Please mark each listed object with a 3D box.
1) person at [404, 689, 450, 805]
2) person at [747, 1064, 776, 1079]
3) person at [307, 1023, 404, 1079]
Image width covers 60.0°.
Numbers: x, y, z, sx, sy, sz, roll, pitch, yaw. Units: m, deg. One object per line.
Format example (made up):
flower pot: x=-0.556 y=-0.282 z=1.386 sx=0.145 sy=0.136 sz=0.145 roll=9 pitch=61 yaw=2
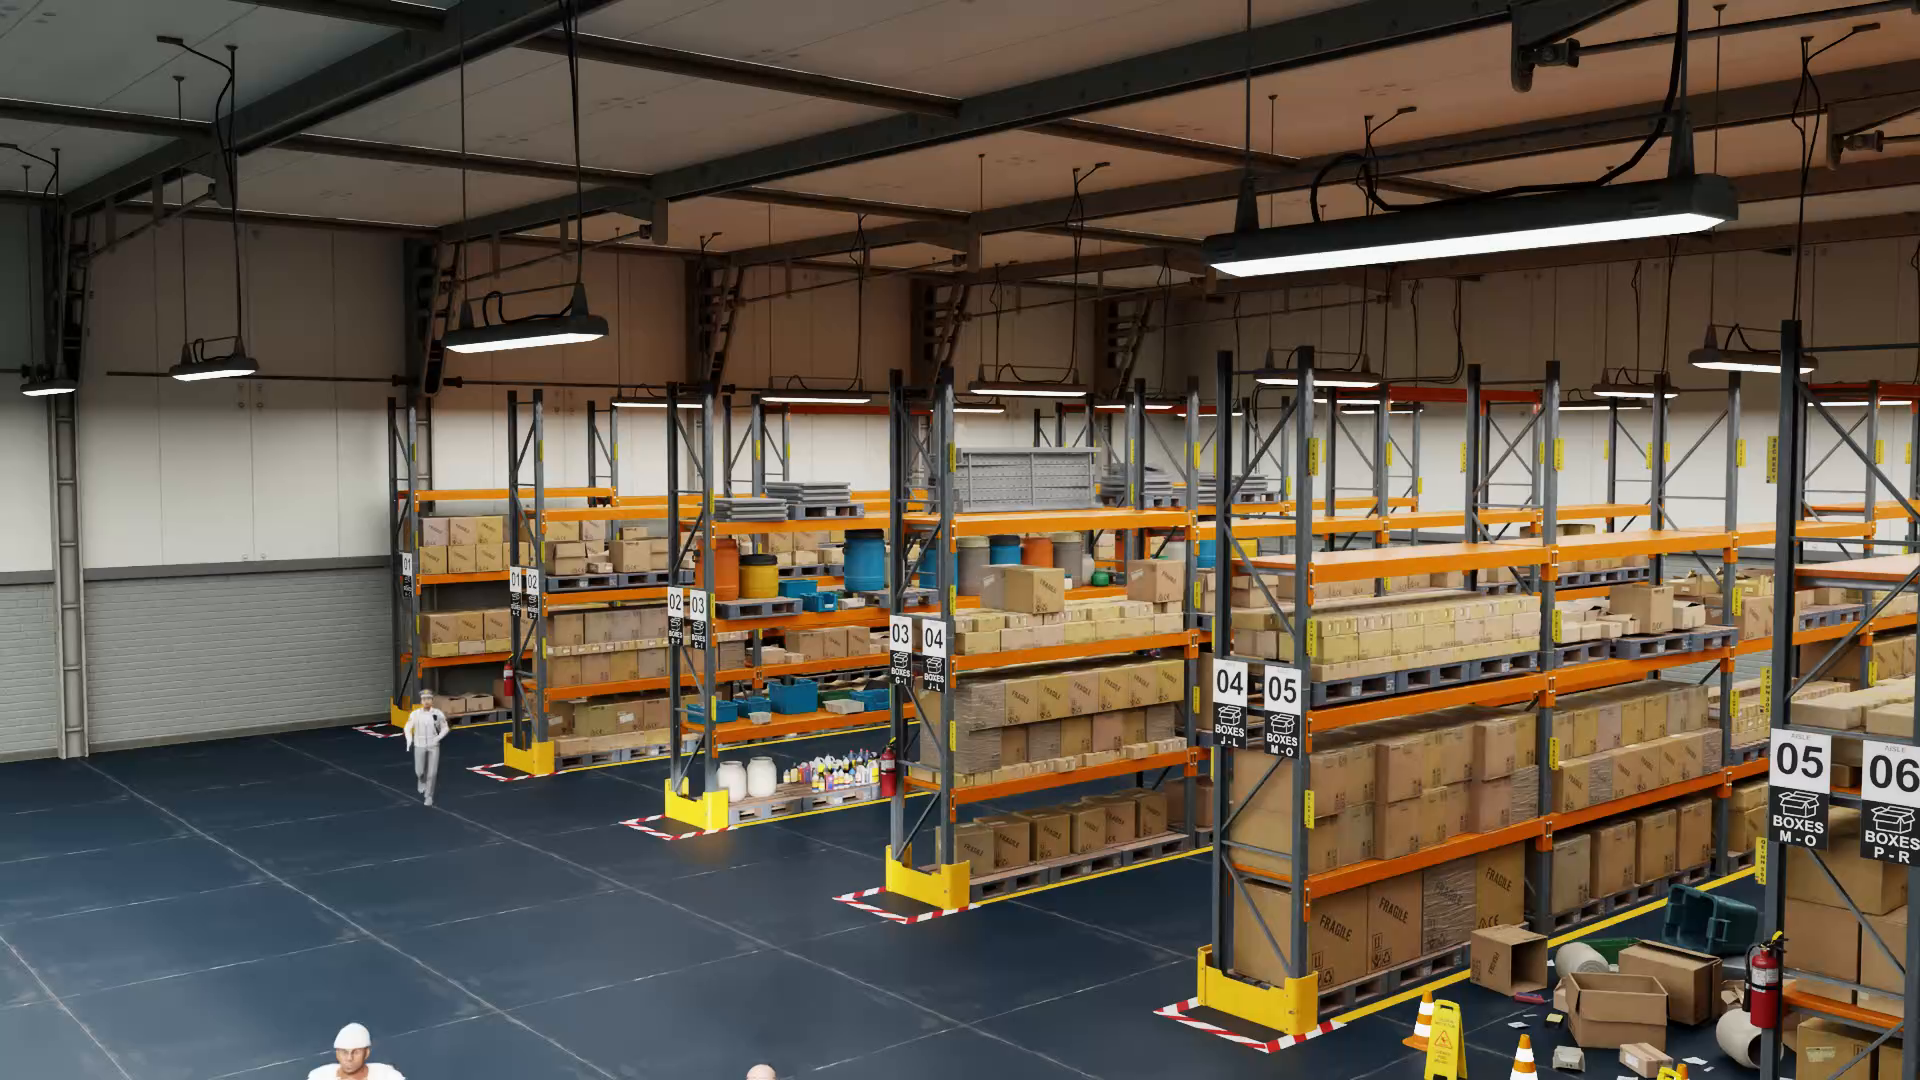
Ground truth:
person: x=-7.624 y=2.957 z=23.783 sx=0.623 sy=1.658 sz=0.550 roll=-1 pitch=3 yaw=-15
person: x=-1.126 y=3.783 z=9.361 sx=0.671 sy=1.682 sz=0.599 roll=-1 pitch=3 yaw=-11
person: x=-3.596 y=3.710 z=9.882 sx=0.619 sy=1.713 sz=0.715 roll=-1 pitch=3 yaw=-17
